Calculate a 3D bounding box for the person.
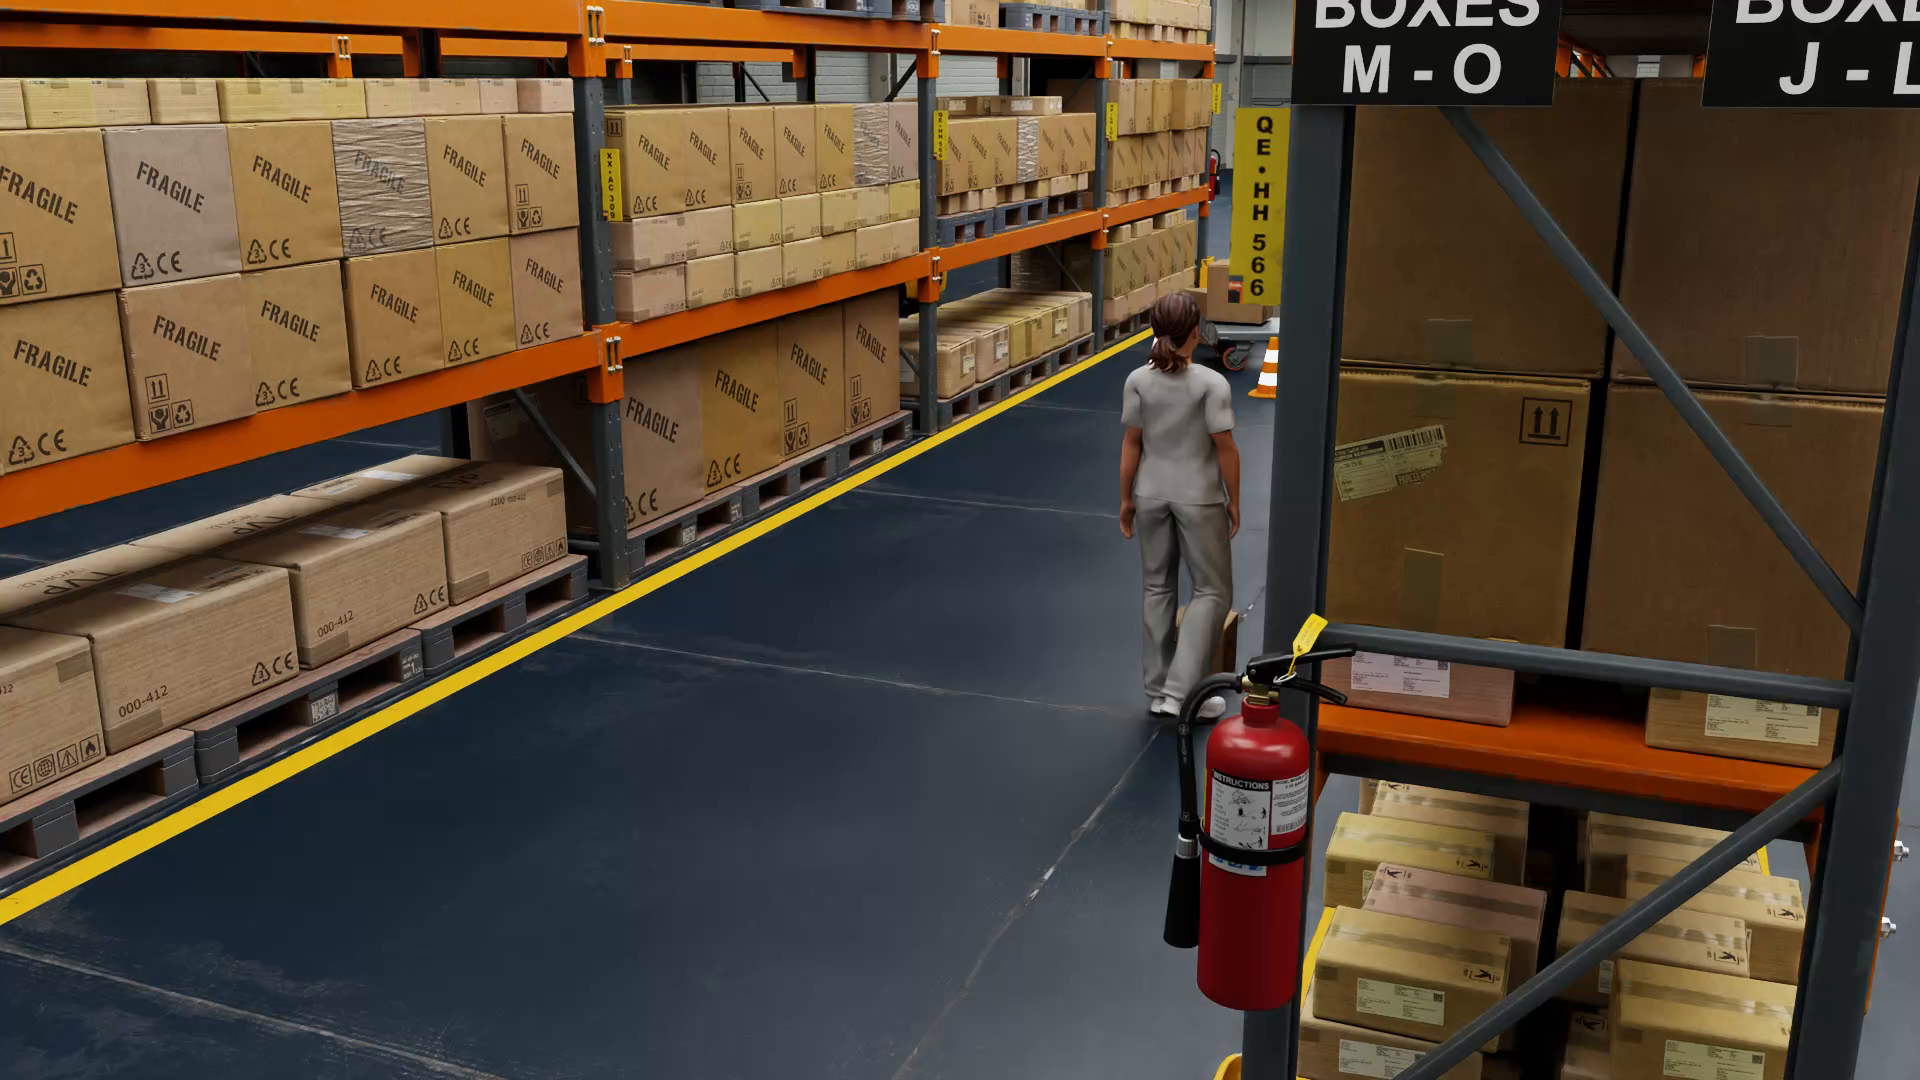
[{"bbox_3d":[0.846,-0.127,6.436,0.470,1.668,0.441,8,17,26],"label":"person"}]
